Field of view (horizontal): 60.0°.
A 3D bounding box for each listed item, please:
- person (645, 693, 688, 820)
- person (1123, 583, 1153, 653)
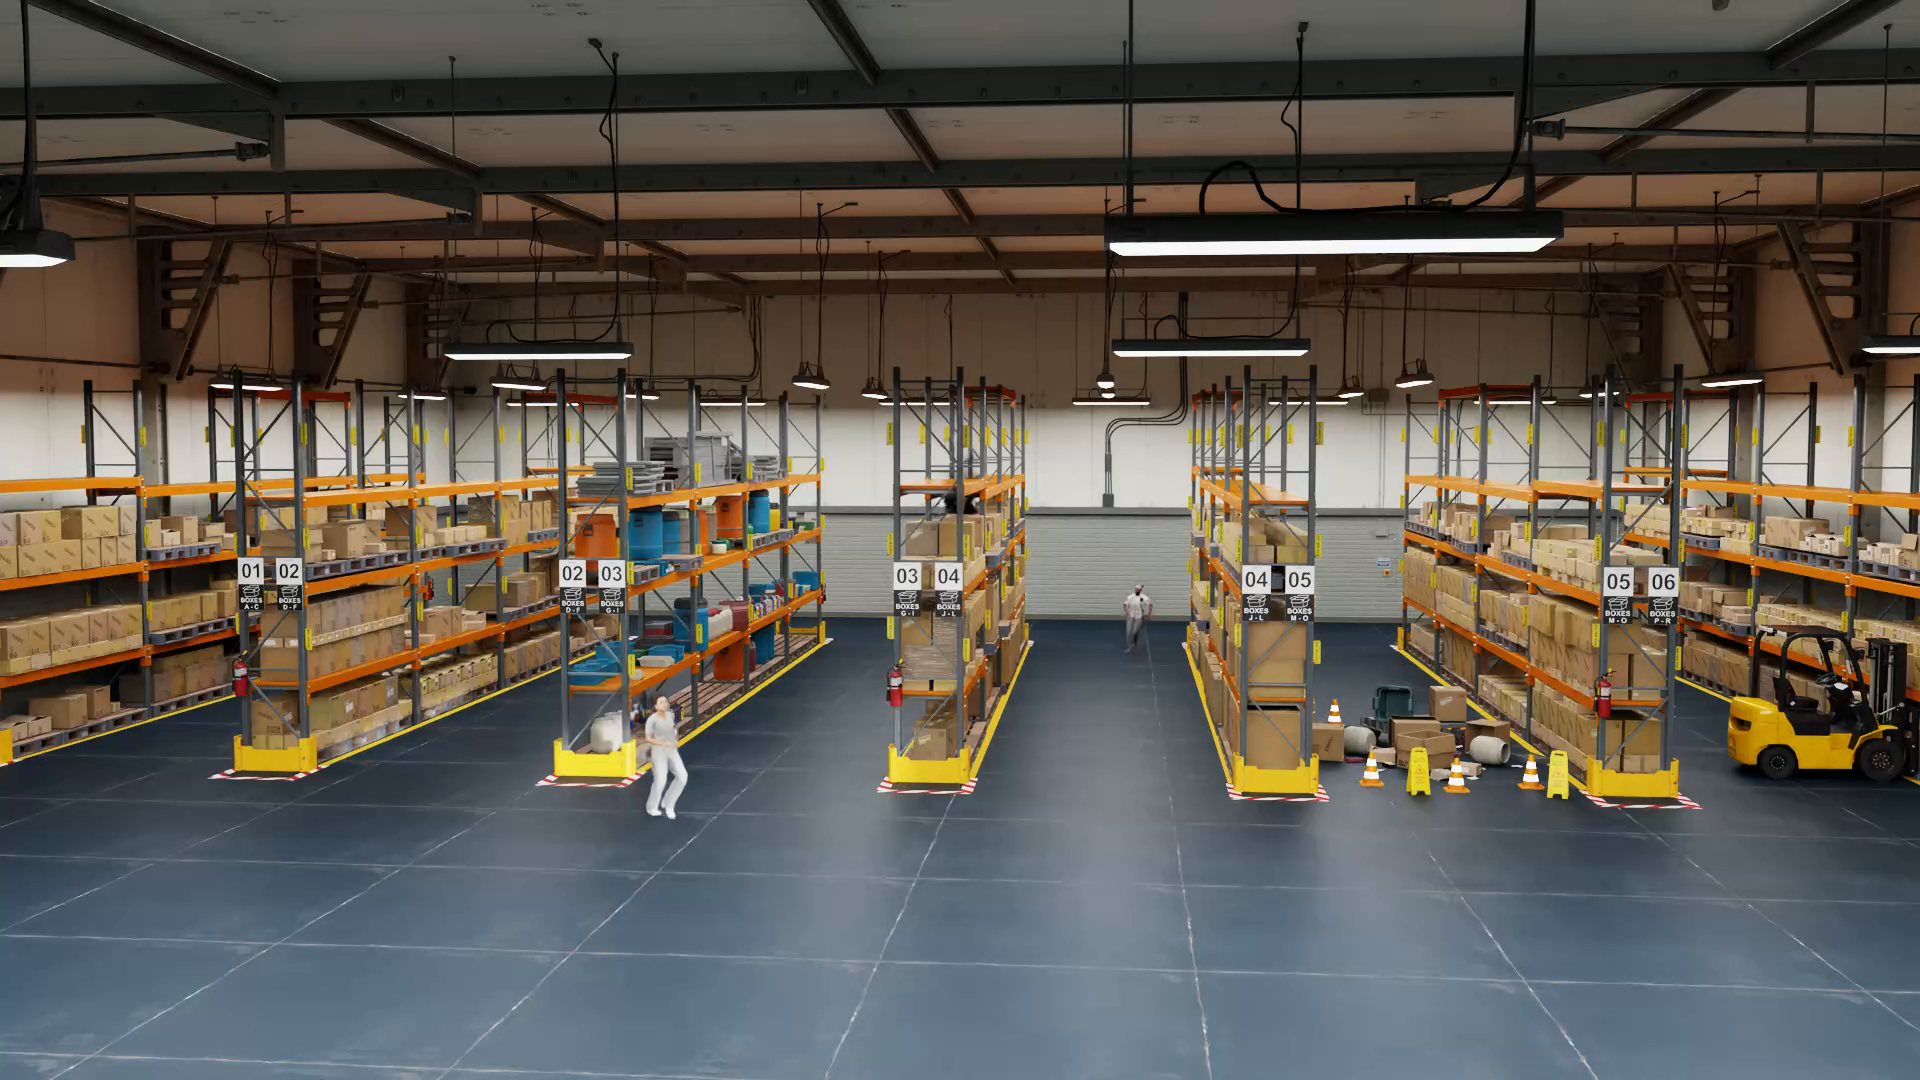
[{"bbox_3d":[-3.870,2.828,21.756,0.652,1.653,0.571,4,5,45],"label":"person"},{"bbox_3d":[4.082,1.803,38.451,0.676,1.629,0.500,1,4,19],"label":"person"}]
